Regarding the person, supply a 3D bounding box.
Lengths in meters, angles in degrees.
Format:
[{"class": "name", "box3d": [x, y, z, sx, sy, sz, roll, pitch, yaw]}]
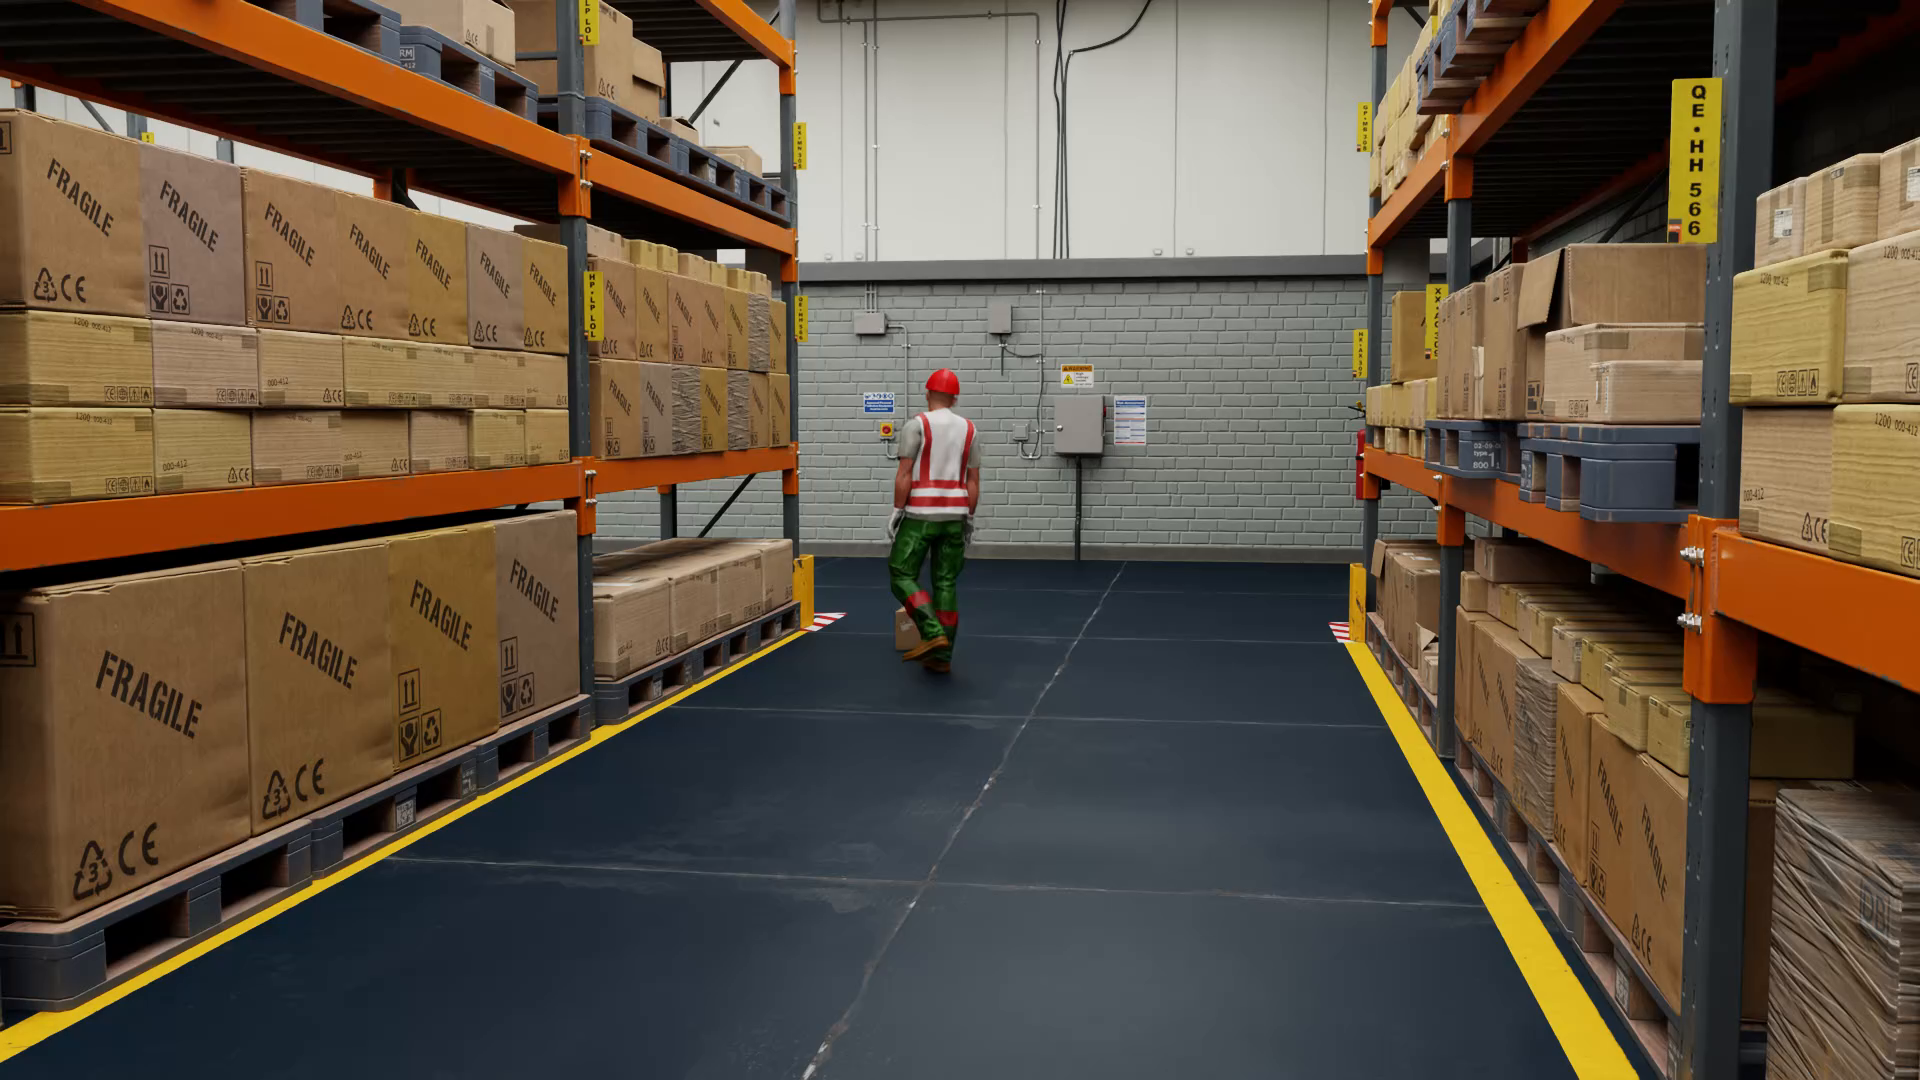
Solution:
[{"class": "person", "box3d": [-0.112, -0.110, 9.732, 0.587, 1.787, 0.538, -2, 5, -30]}]
